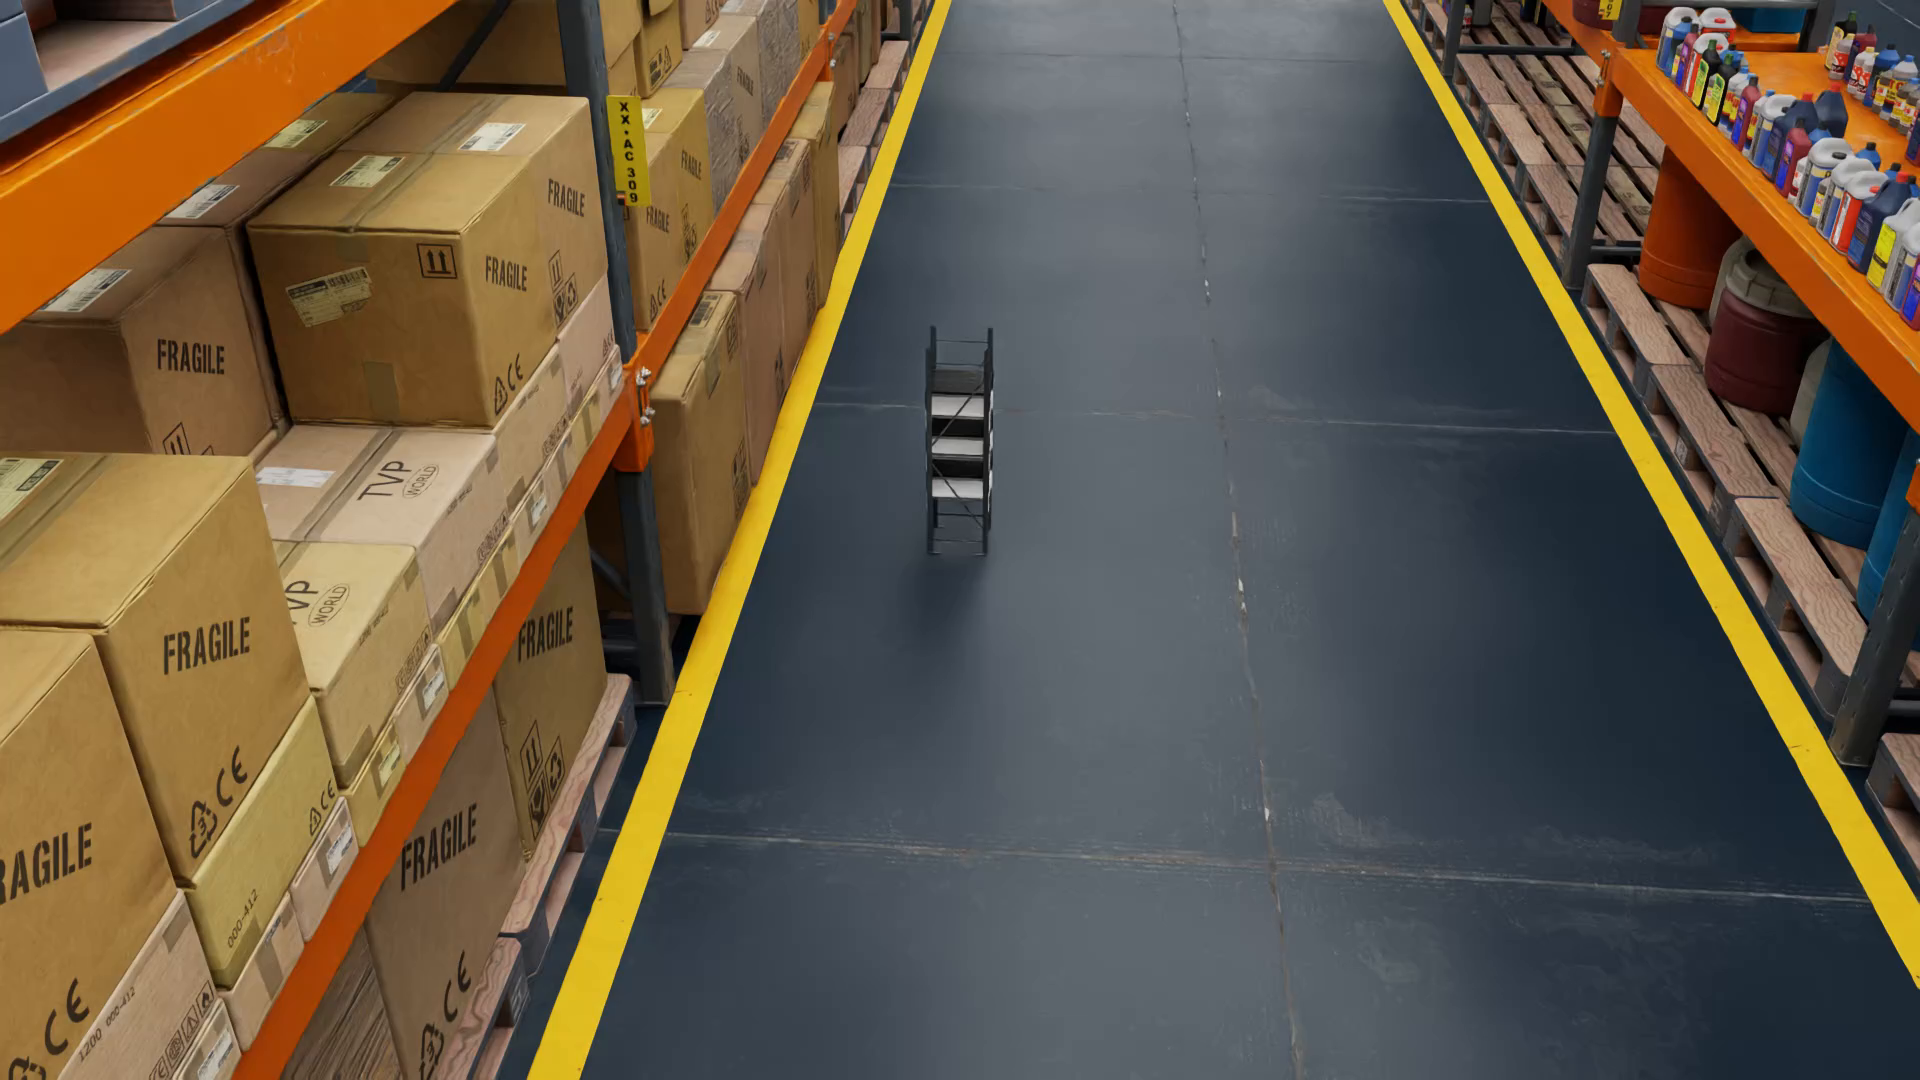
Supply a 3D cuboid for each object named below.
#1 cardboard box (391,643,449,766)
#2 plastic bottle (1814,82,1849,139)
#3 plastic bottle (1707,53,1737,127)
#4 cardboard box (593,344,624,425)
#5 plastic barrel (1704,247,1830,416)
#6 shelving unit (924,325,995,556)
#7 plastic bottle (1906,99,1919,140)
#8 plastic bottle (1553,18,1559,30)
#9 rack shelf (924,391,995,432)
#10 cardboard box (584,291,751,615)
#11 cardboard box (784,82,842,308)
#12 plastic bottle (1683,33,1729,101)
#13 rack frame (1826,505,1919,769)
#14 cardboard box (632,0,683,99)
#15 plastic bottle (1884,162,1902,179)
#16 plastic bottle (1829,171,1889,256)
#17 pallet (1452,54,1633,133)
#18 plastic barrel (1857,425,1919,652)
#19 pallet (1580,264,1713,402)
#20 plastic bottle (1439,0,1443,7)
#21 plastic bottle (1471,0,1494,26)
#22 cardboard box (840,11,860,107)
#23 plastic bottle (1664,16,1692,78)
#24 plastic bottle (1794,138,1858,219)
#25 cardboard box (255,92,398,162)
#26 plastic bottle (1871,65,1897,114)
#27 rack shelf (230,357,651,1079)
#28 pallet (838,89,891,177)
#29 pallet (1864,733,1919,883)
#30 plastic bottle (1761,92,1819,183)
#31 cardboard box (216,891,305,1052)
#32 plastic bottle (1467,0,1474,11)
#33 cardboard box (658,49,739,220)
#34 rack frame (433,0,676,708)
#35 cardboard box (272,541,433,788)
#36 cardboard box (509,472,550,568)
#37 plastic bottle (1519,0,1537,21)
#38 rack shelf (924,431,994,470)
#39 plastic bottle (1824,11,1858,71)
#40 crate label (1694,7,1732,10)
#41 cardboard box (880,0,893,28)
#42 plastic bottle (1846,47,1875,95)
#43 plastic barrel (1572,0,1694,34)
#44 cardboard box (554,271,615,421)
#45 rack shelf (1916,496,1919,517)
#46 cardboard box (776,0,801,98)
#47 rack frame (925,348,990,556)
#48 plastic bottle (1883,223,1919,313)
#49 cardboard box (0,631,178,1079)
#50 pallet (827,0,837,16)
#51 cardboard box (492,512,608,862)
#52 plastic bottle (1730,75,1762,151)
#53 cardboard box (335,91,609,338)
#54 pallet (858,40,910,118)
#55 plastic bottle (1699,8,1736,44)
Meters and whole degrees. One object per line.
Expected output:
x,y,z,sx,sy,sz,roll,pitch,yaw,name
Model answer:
-1.335,0.341,3.576,0.380,0.149,0.250,3,32,5,cardboard box
3.427,-1.646,6.609,0.144,0.351,0.185,2,32,4,plastic bottle
3.281,-1.931,7.136,0.061,0.283,0.133,2,32,4,plastic bottle
-1.209,-0.464,4.883,0.380,0.149,0.250,3,32,4,cardboard box
3.636,-0.929,7.297,0.600,0.588,0.708,2,32,4,plastic barrel
-0.001,-0.379,6.507,0.258,0.900,0.210,2,32,4,shelving unit
4.042,-1.773,6.958,0.097,0.201,0.097,0,32,0,plastic bottle
4.556,-3.966,12.574,0.097,0.201,0.097,0,32,0,plastic bottle
-0.001,-0.504,6.430,0.258,0.077,0.200,2,32,4,rack shelf
-1.479,-0.354,6.090,1.225,0.875,0.875,3,32,4,cardboard box
-1.262,-1.750,8.355,1.225,0.875,0.875,1,32,2,cardboard box
3.356,-2.117,7.444,0.152,0.276,0.135,2,32,4,plastic bottle
3.426,-0.532,4.755,1.000,3.000,0.127,2,32,4,rack frame
-1.400,-1.906,5.933,0.797,0.503,0.637,3,32,5,cardboard box
3.343,-1.227,6.005,0.097,0.271,0.097,0,32,0,plastic bottle
3.206,-1.154,5.882,0.152,0.276,0.135,2,32,4,plastic bottle
4.052,-3.116,11.605,1.003,0.211,1.213,2,32,4,pallet
3.487,-0.102,5.656,0.600,0.901,0.708,2,32,4,plastic barrel
3.729,-1.023,8.209,1.003,0.211,1.213,2,32,4,pallet
3.884,-4.394,13.126,0.144,0.351,0.185,2,32,4,plastic bottle
3.986,-4.118,12.679,0.144,0.351,0.185,2,32,4,plastic bottle
-1.034,-3.189,11.029,0.700,0.500,0.500,0,32,0,cardboard box
3.357,-2.297,7.741,0.097,0.271,0.097,0,32,0,plastic bottle
3.236,-1.346,6.193,0.152,0.276,0.135,2,32,4,plastic bottle
-1.805,-0.887,4.474,0.500,0.500,0.500,2,32,4,cardboard box
4.073,-1.977,7.288,0.097,0.201,0.097,0,32,0,plastic bottle
-1.674,0.608,3.590,1.077,0.370,4.000,2,32,4,rack shelf
-1.018,-2.693,10.919,1.003,0.211,1.213,2,32,4,pallet
3.404,1.041,4.860,1.003,0.211,1.213,2,32,4,pallet
3.264,-1.582,6.505,0.144,0.351,0.185,2,32,4,plastic bottle
-1.397,0.746,2.920,0.380,0.149,0.250,2,32,3,cardboard box
3.842,-4.124,12.689,0.144,0.351,0.185,2,32,3,plastic bottle
-1.143,-1.541,6.296,0.500,0.500,0.500,2,32,3,cardboard box
-1.511,-0.744,5.098,1.000,3.000,0.127,2,32,4,rack frame
-1.411,0.238,3.365,0.500,0.250,0.500,2,32,3,cardboard box
-1.272,-0.060,4.228,0.380,0.149,0.250,3,32,5,cardboard box
4.413,-4.186,12.789,0.144,0.351,0.185,2,32,4,plastic bottle
-0.001,-0.350,6.525,0.258,0.077,0.200,2,32,4,rack shelf
4.144,-2.345,7.807,0.061,0.283,0.133,2,32,4,plastic bottle
4.102,-3.147,8.964,0.502,0.435,0.616,2,32,4,crate label
-0.787,-4.249,12.768,0.500,0.500,0.500,2,32,2,cardboard box
4.097,-2.130,7.536,0.097,0.201,0.097,0,32,0,plastic bottle
3.487,-2.938,8.528,0.600,0.536,0.708,2,32,4,plastic barrel
-1.285,-0.565,4.667,0.500,0.250,0.500,2,32,3,cardboard box
3.263,0.820,3.247,1.077,0.370,4.000,2,32,4,rack shelf
-1.025,-2.349,7.607,0.500,0.500,0.500,2,32,4,cardboard box
-0.009,-0.326,6.421,0.240,0.900,0.006,2,32,4,rack frame
3.165,-0.891,5.454,0.152,0.276,0.135,2,32,4,plastic bottle
-1.488,0.465,2.282,0.500,0.500,0.500,2,32,3,cardboard box
-1.233,-3.131,9.155,1.213,0.211,1.003,2,32,4,pallet
-1.644,0.323,4.991,0.875,0.875,0.875,2,32,4,cardboard box
3.254,-1.760,6.857,0.061,0.283,0.133,2,32,4,plastic bottle
-1.282,-0.874,4.454,0.500,0.500,0.500,3,32,5,cardboard box
-0.922,-3.333,11.957,1.003,0.211,1.213,2,32,4,pallet
3.545,-2.352,7.826,0.152,0.276,0.135,2,32,4,plastic bottle
